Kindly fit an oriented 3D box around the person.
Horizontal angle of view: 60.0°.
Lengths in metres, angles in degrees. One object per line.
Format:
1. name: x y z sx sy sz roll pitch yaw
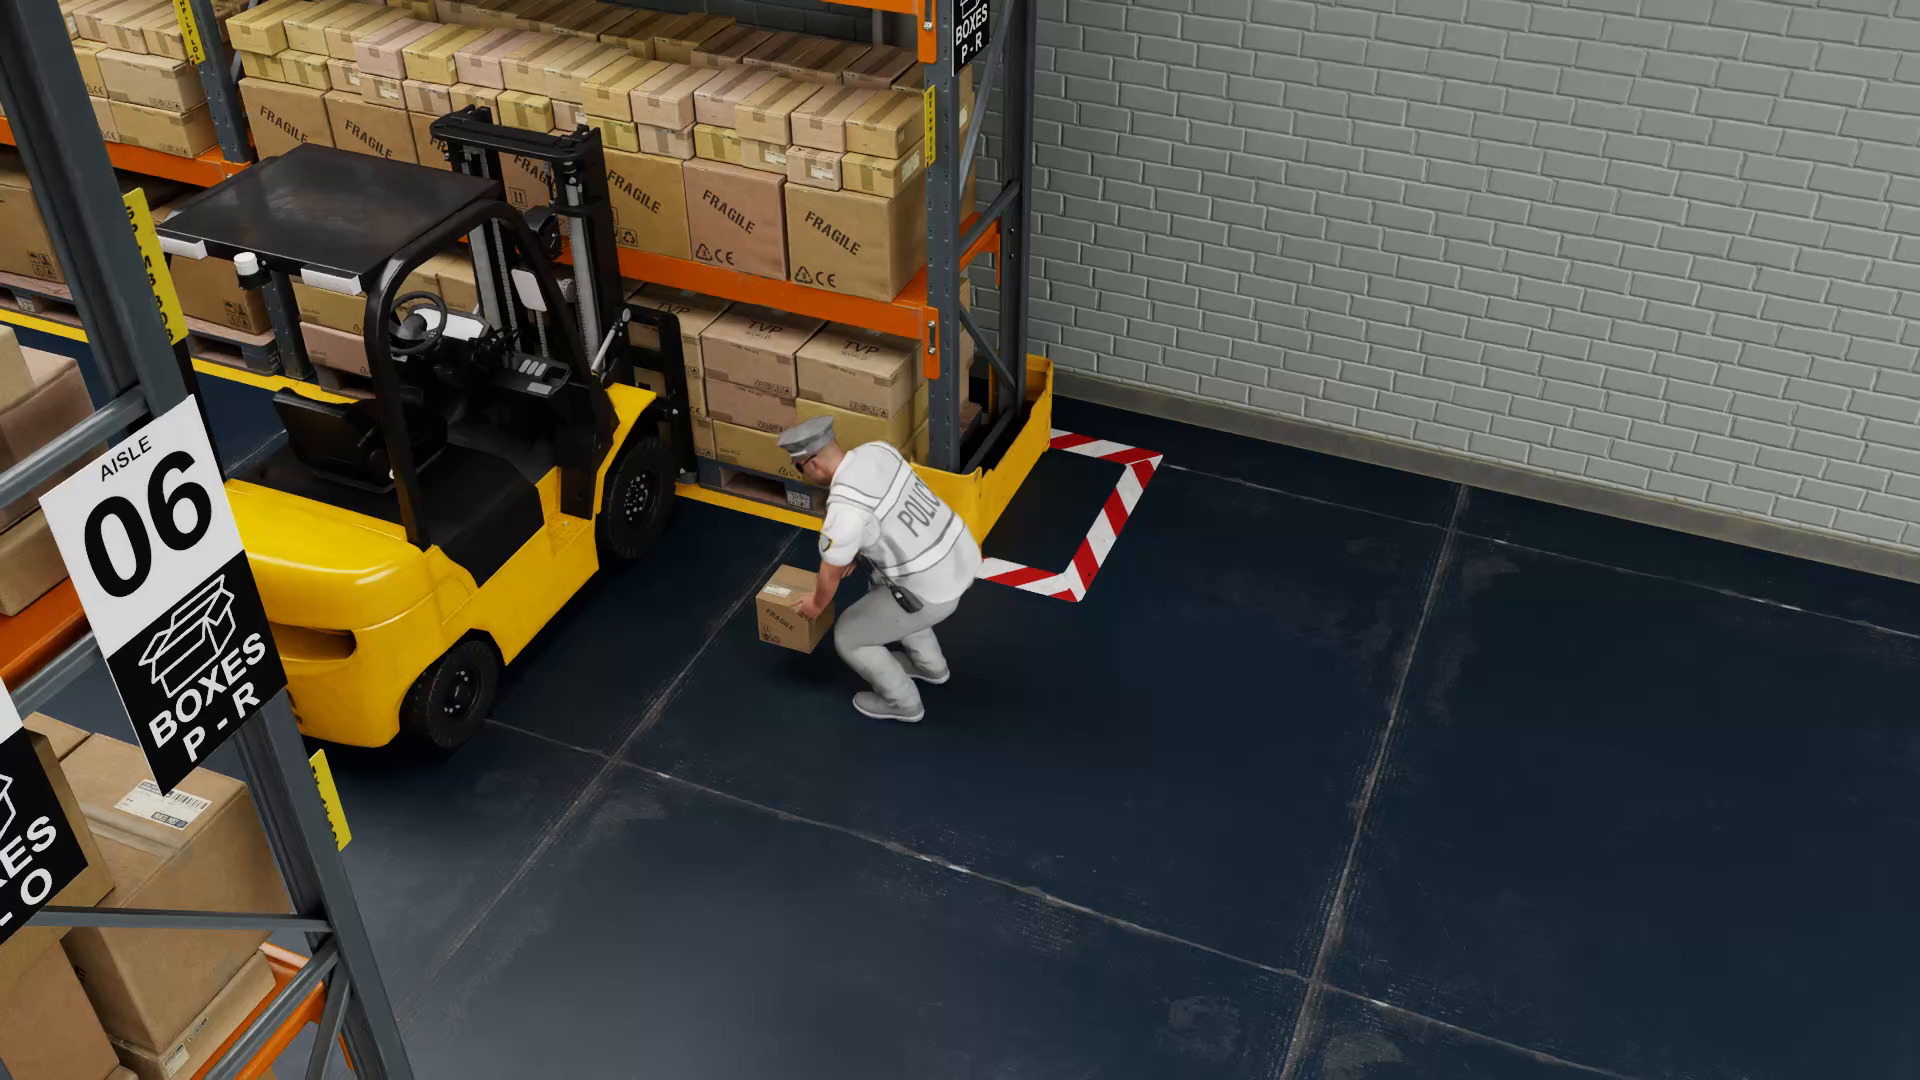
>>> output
1. person: -0.362 0.126 6.960 0.775 1.383 0.590 14 39 18
